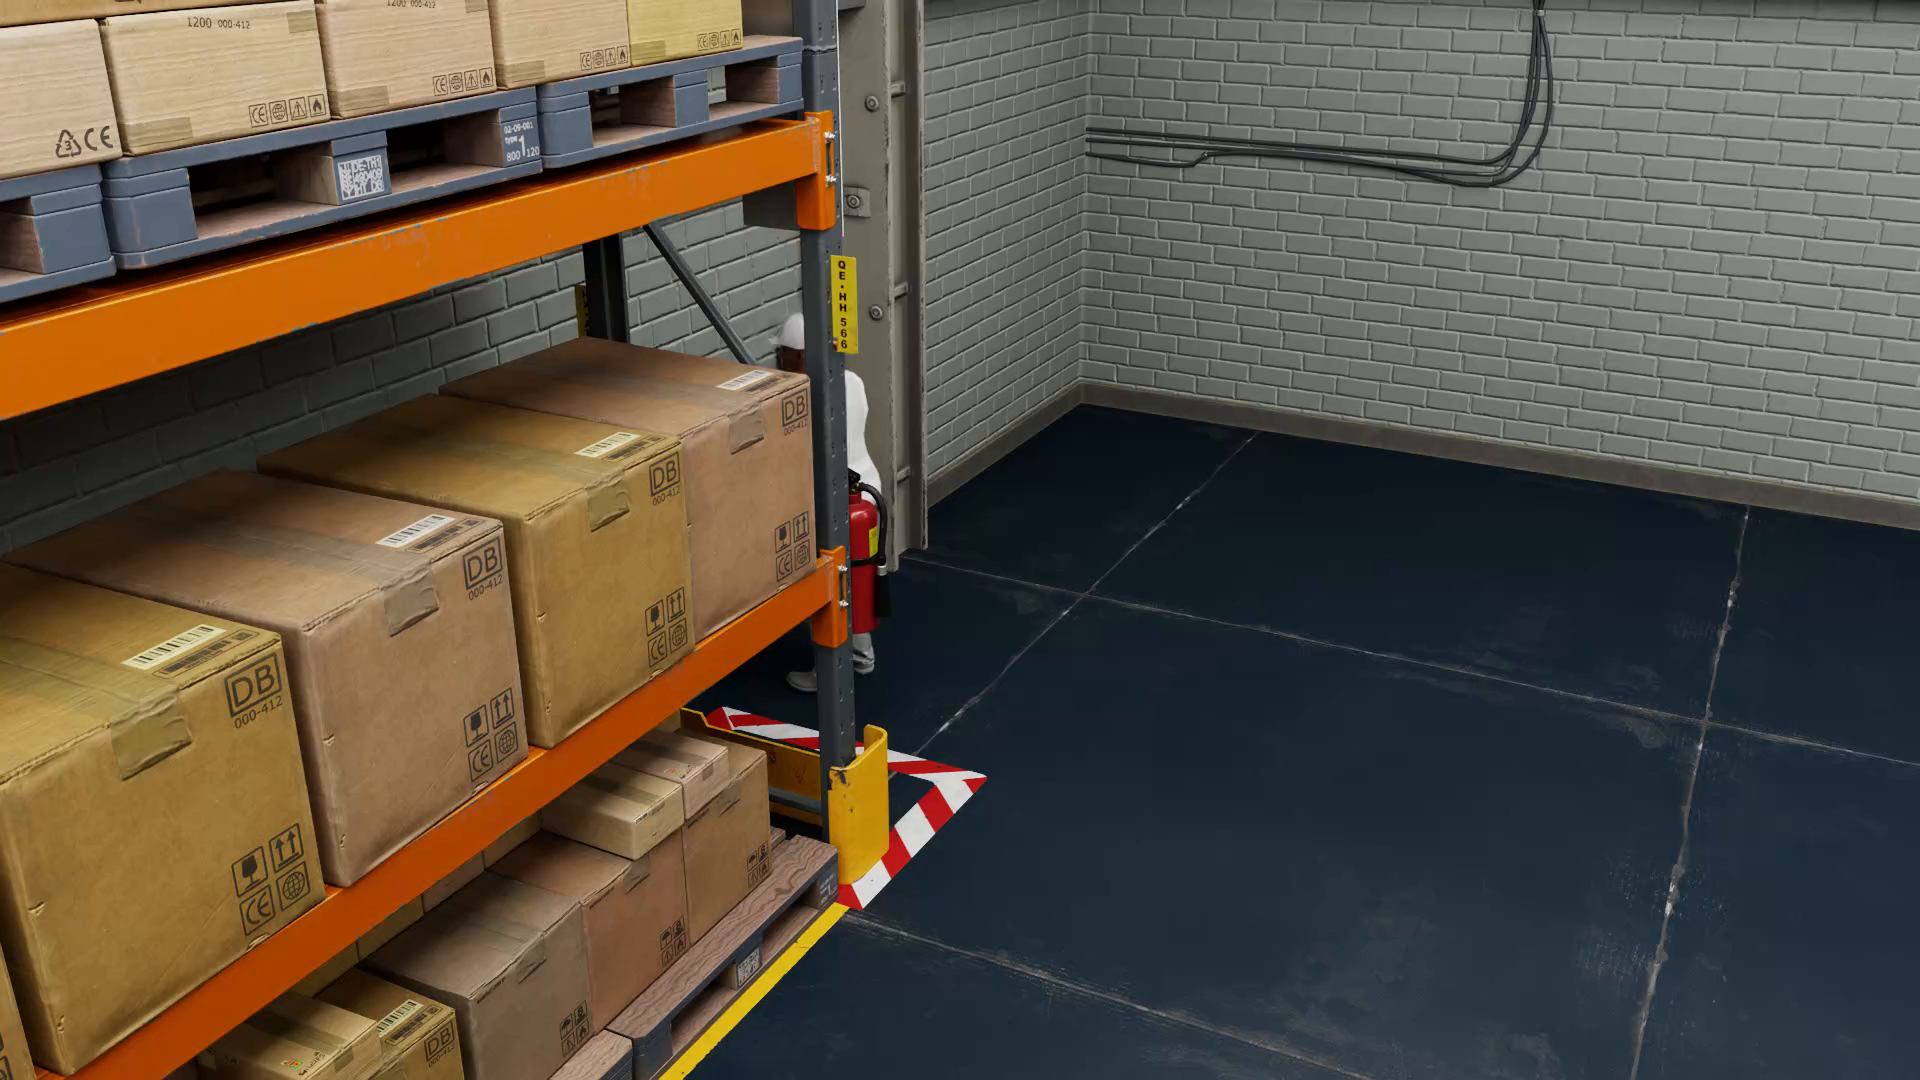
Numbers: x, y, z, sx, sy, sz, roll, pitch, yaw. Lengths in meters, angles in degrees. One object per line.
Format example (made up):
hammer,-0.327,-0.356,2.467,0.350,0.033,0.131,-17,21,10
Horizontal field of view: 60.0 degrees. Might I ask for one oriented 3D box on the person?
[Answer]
person,-0.667,-0.167,7.484,0.583,1.750,0.505,11,25,24
